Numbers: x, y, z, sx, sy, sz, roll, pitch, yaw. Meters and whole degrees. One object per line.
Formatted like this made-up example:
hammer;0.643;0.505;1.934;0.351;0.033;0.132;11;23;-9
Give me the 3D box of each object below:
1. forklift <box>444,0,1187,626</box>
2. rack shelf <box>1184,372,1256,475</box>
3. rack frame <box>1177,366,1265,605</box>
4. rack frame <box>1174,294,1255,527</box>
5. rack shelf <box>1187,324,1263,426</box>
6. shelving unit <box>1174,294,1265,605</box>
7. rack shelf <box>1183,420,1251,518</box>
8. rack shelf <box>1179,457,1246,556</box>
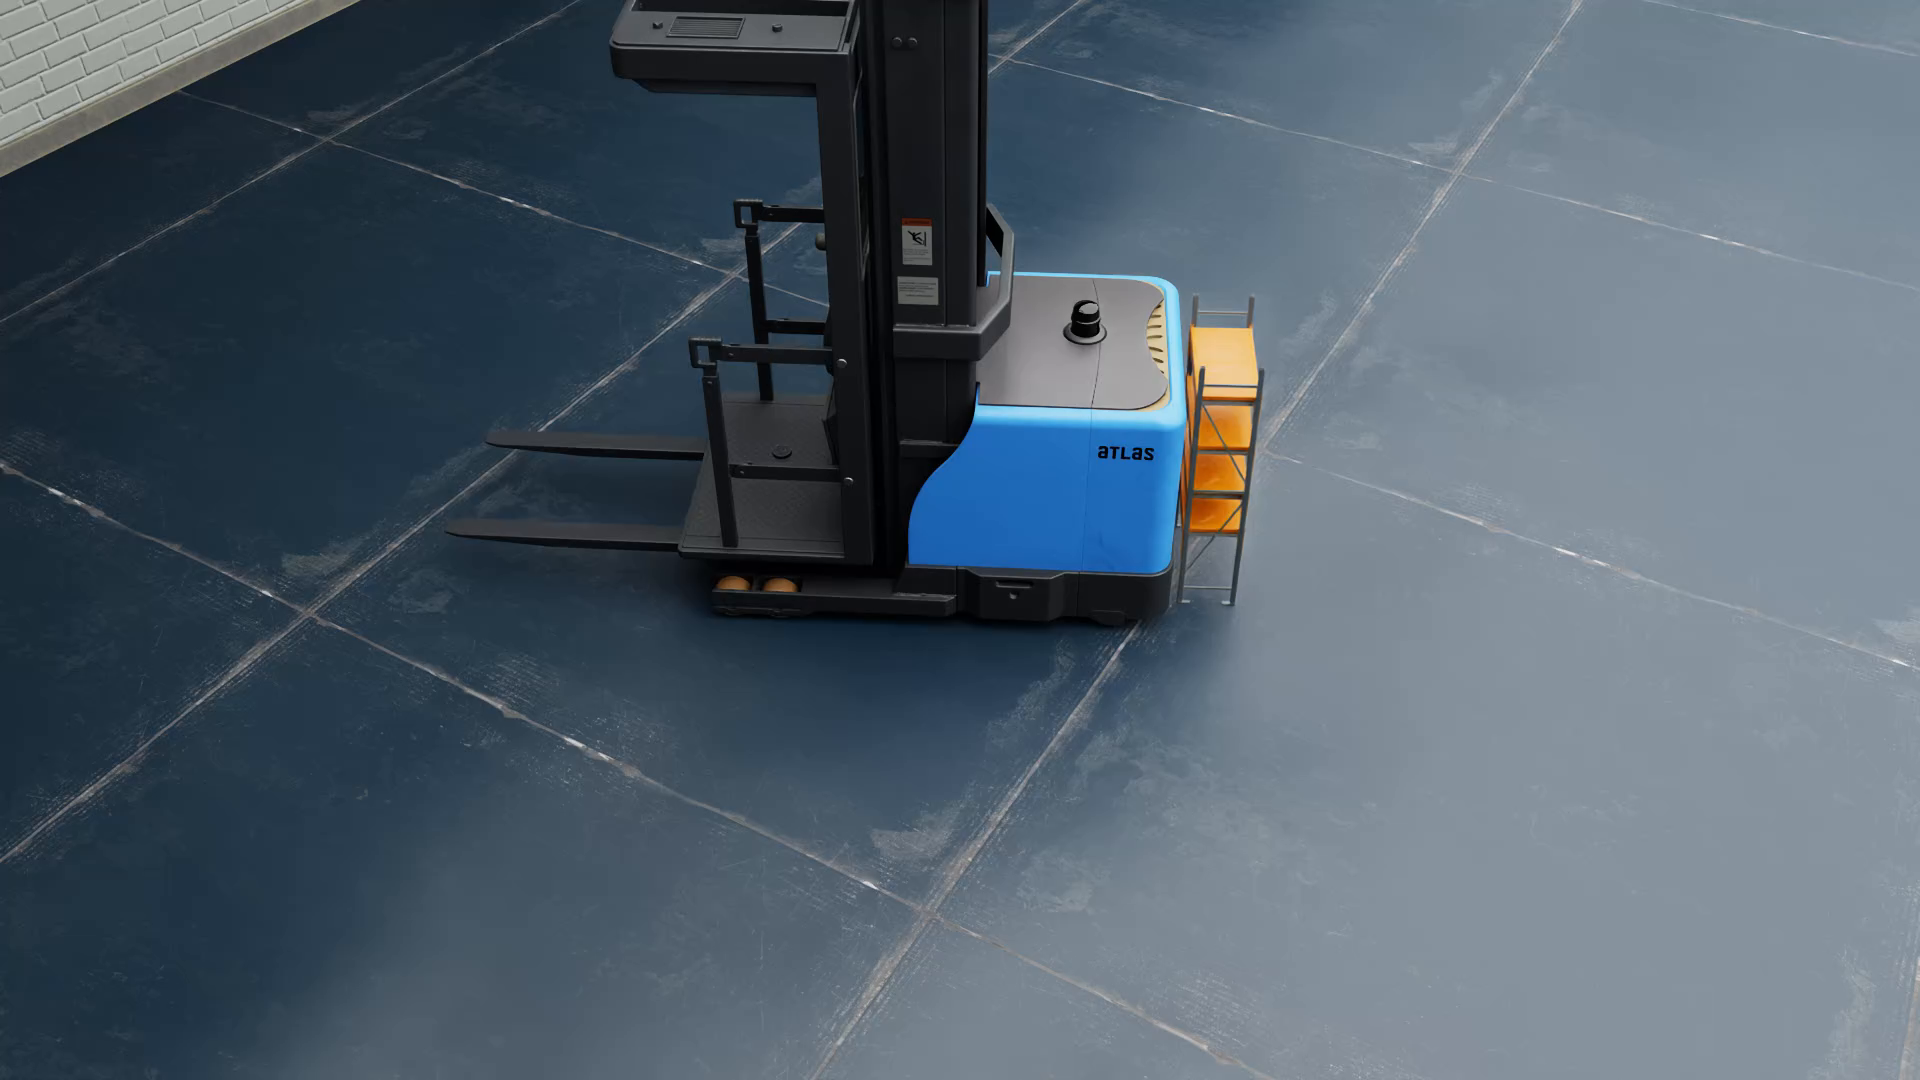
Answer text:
forklift;-0.626;-1.126;6.311;3.031;2.935;1.130;2;41;3
rack shelf;1.030;-0.466;6.631;0.258;0.148;0.480;2;41;3
rack frame;1.018;-0.187;6.552;0.240;1.200;0.015;2;41;3
rack frame;1.046;-0.509;6.917;0.240;1.200;0.015;2;41;3
rack shelf;1.026;-0.643;6.475;0.258;0.148;0.480;2;41;3
shelving unit;1.032;-0.348;6.735;0.258;1.200;0.503;2;41;3
rack shelf;1.033;-0.298;6.779;0.258;0.148;0.480;2;41;3
rack shelf;1.036;-0.149;6.910;0.258;0.148;0.480;2;41;3
